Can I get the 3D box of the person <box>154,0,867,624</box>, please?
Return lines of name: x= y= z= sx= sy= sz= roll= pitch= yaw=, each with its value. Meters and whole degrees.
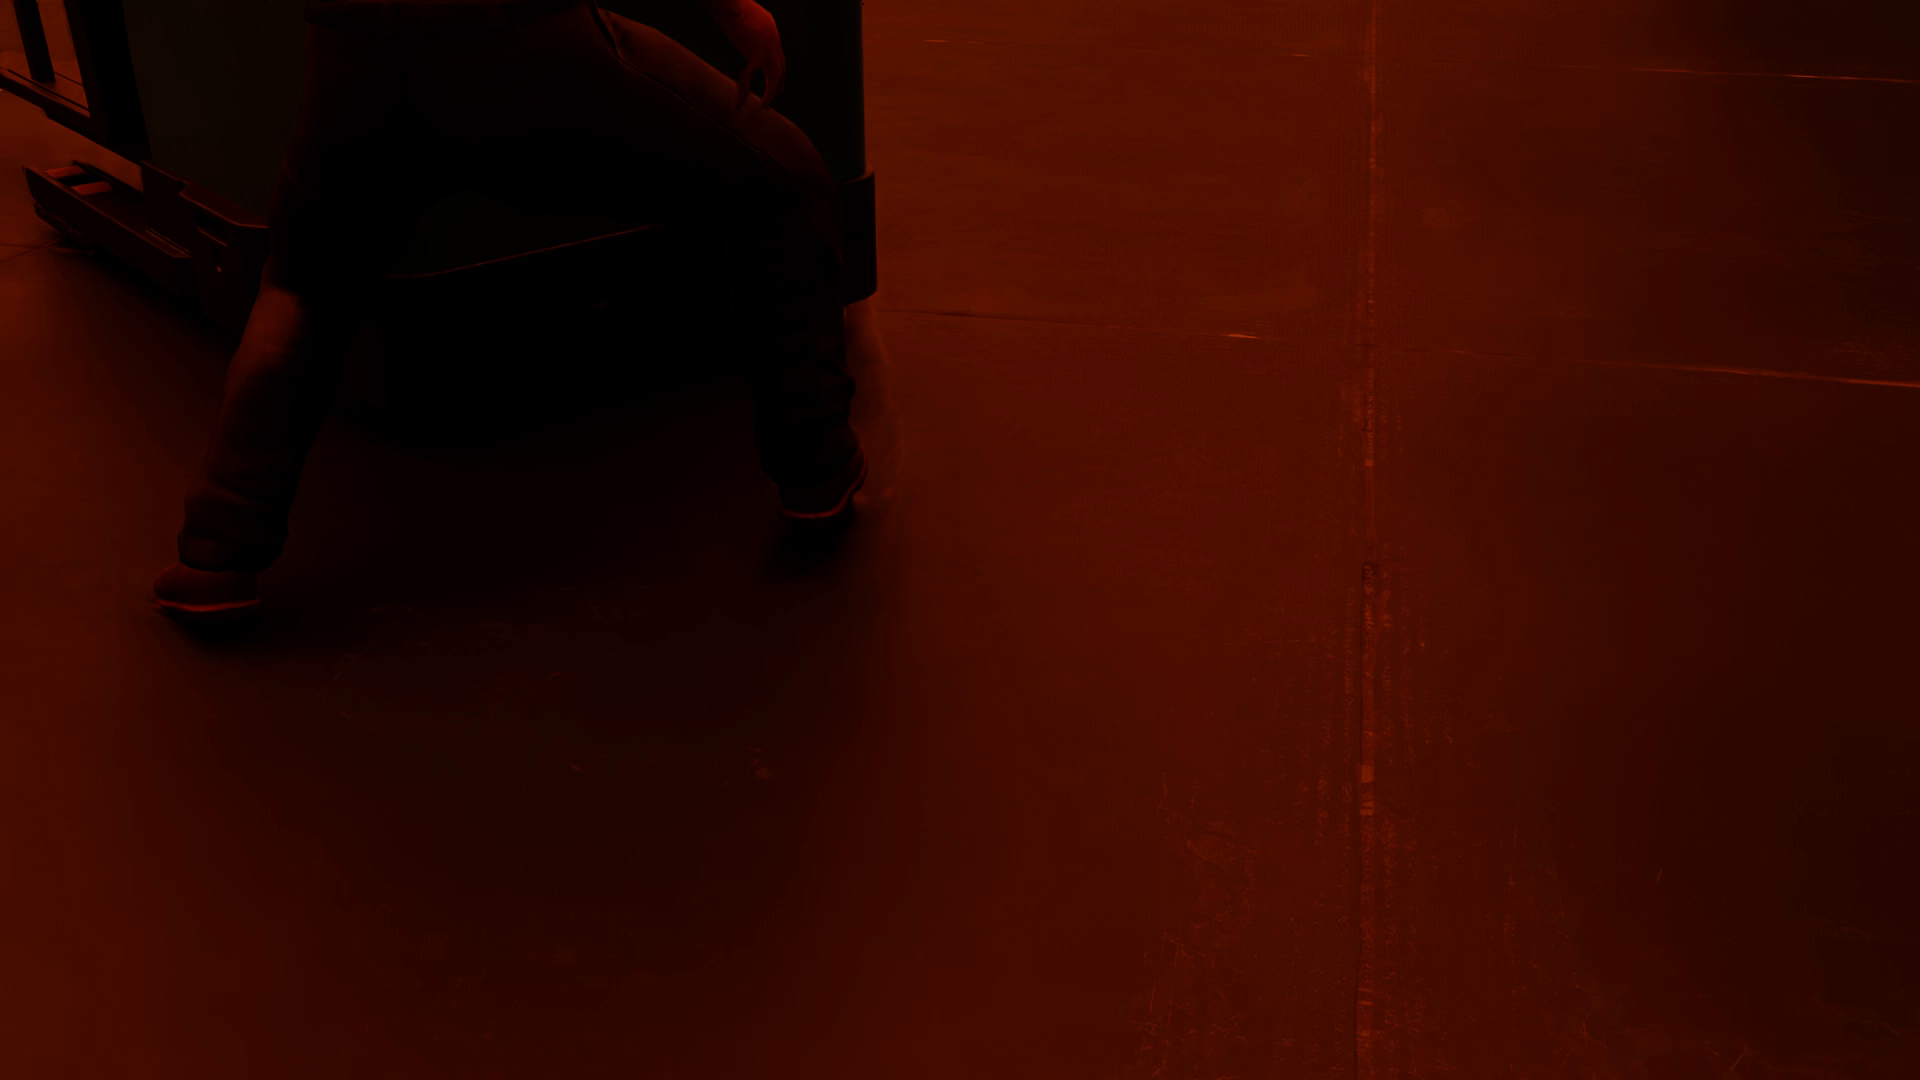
person: x=-0.658 y=-0.641 z=2.160 sx=0.928 sy=1.526 sz=0.779 roll=9 pitch=28 yaw=18

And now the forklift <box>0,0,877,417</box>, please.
forklift: x=-1.530 y=-2.090 z=3.389 sx=1.130 sy=2.935 sz=3.031 roll=-22 pitch=34 yaw=-37
